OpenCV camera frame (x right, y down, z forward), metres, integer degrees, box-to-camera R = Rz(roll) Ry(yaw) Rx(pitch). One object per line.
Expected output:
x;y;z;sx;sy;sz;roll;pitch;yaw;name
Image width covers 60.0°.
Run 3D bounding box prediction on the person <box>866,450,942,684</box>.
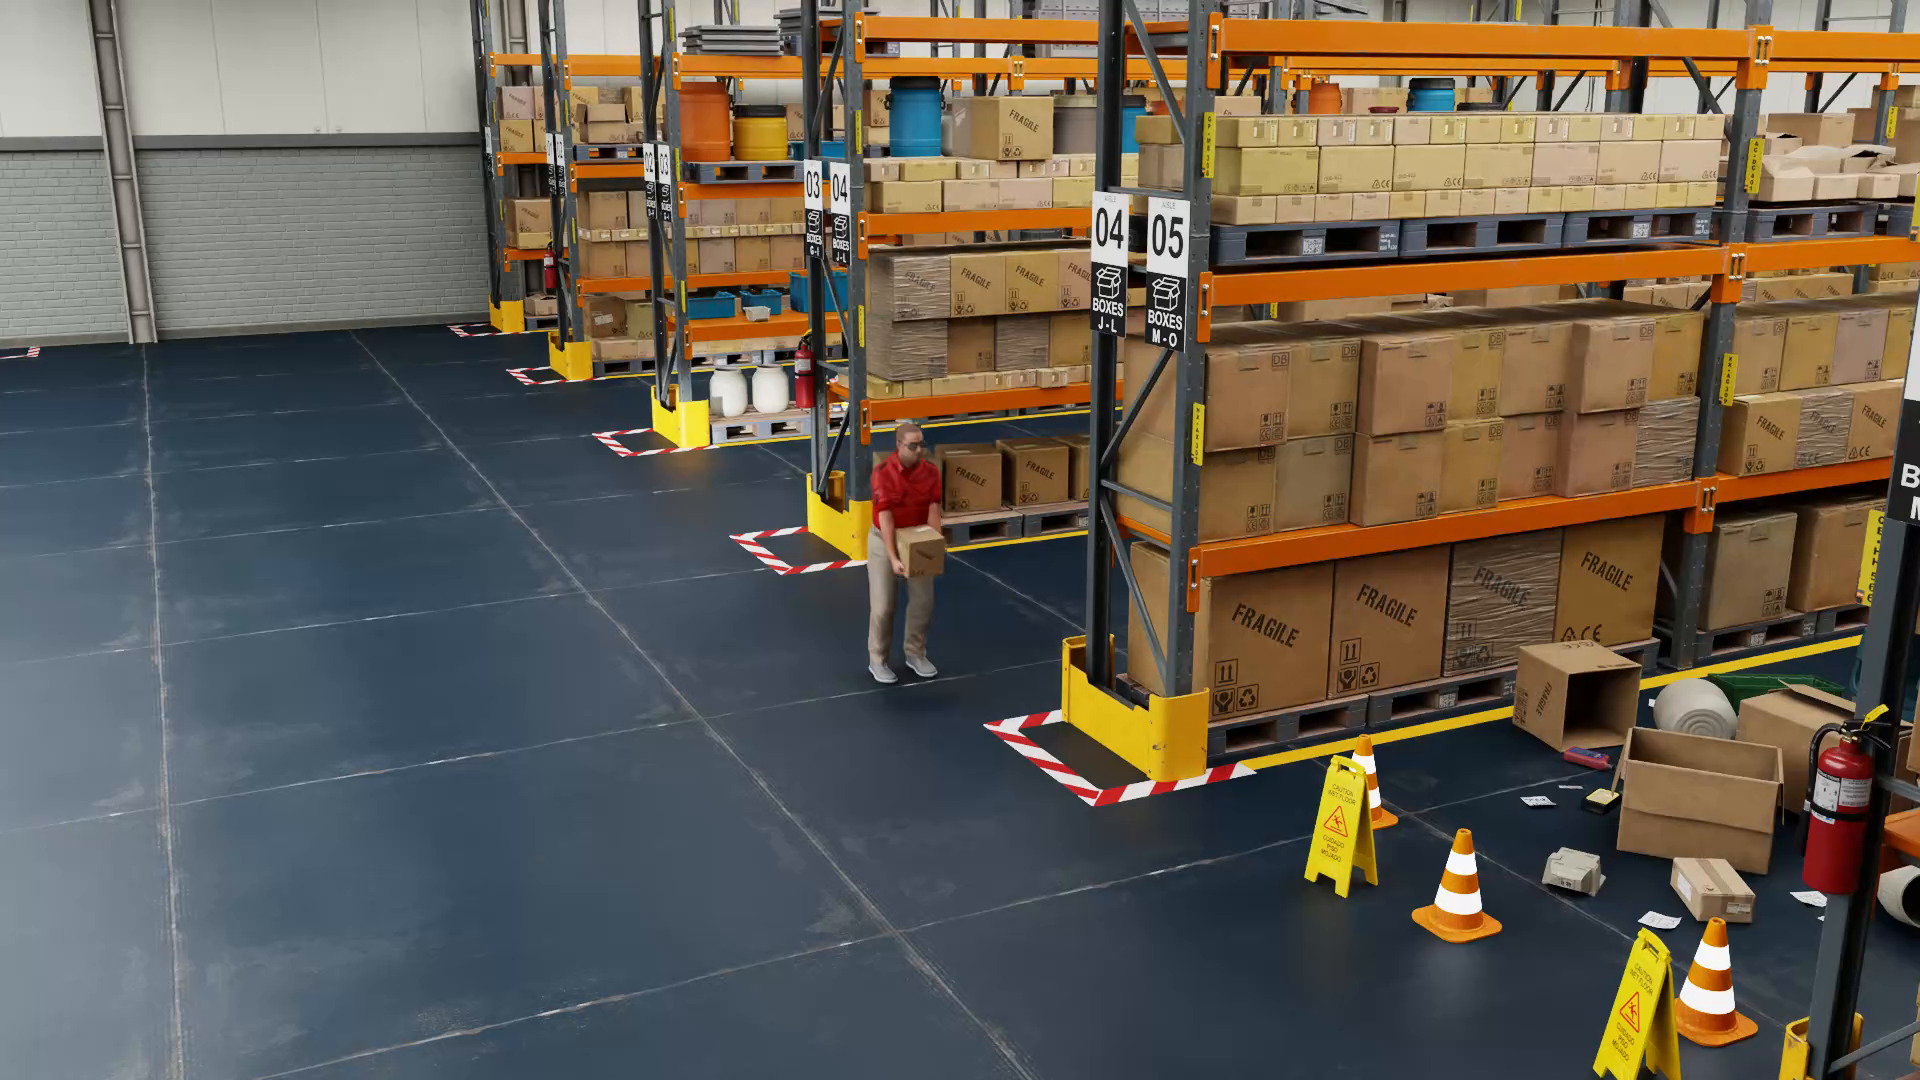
-0.375;0.150;10.888;0.483;1.533;0.404;-8;17;-26;person
